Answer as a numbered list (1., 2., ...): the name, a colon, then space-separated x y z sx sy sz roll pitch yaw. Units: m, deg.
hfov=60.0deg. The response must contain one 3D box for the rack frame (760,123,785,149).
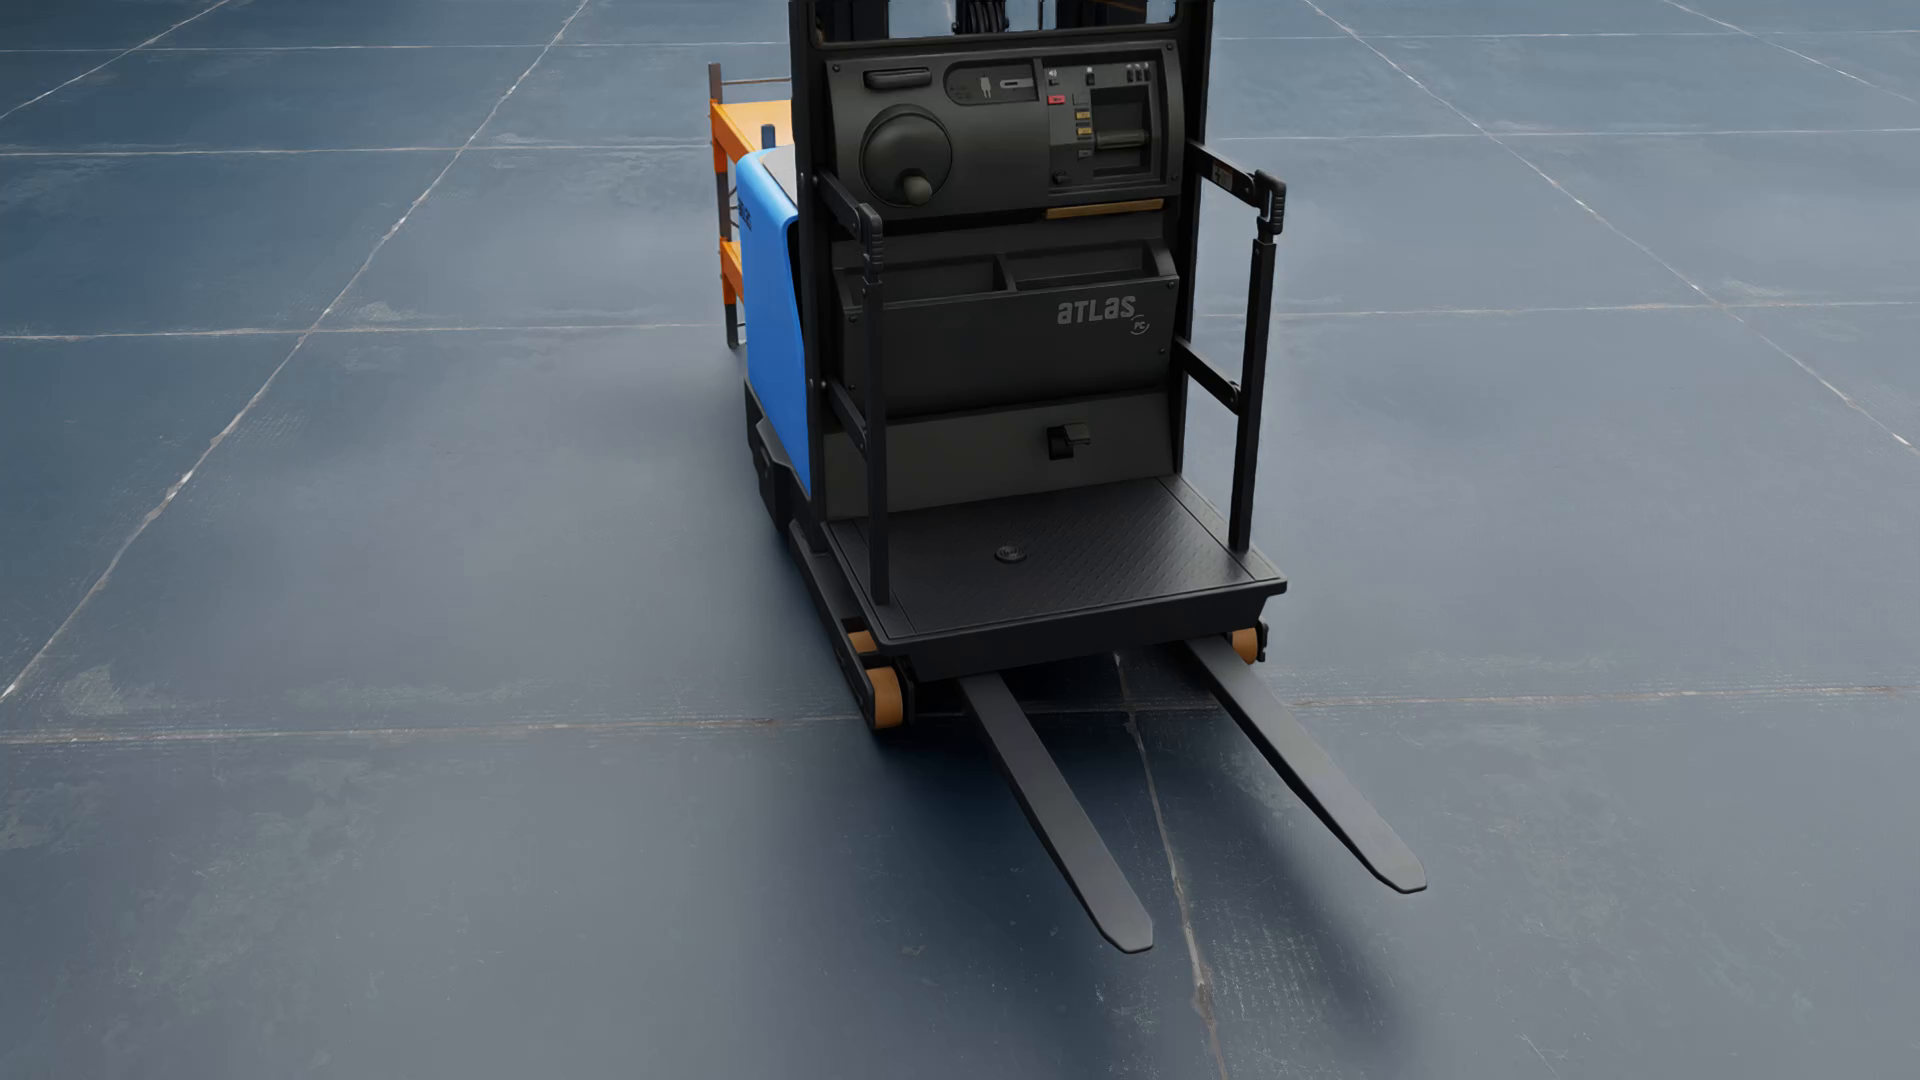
1. rack frame: -0.406 -0.881 5.723 0.500 1.125 0.032 -8 29 -15

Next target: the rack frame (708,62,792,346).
1. rack frame: -0.708 -1.330 6.584 0.500 1.125 0.032 -8 29 -15

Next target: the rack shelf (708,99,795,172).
1. rack shelf: -0.557 -1.365 6.019 0.538 0.278 1.000 -8 29 -15

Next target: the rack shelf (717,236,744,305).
1. rack shelf: -0.557 -0.889 6.267 0.538 0.278 1.000 -8 29 -15

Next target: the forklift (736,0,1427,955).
1. forklift: 0.192 -1.014 4.024 1.130 2.935 3.031 -8 29 -15

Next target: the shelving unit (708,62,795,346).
1. shelving unit: -0.557 -1.106 6.154 0.538 1.125 1.048 -8 29 -15
